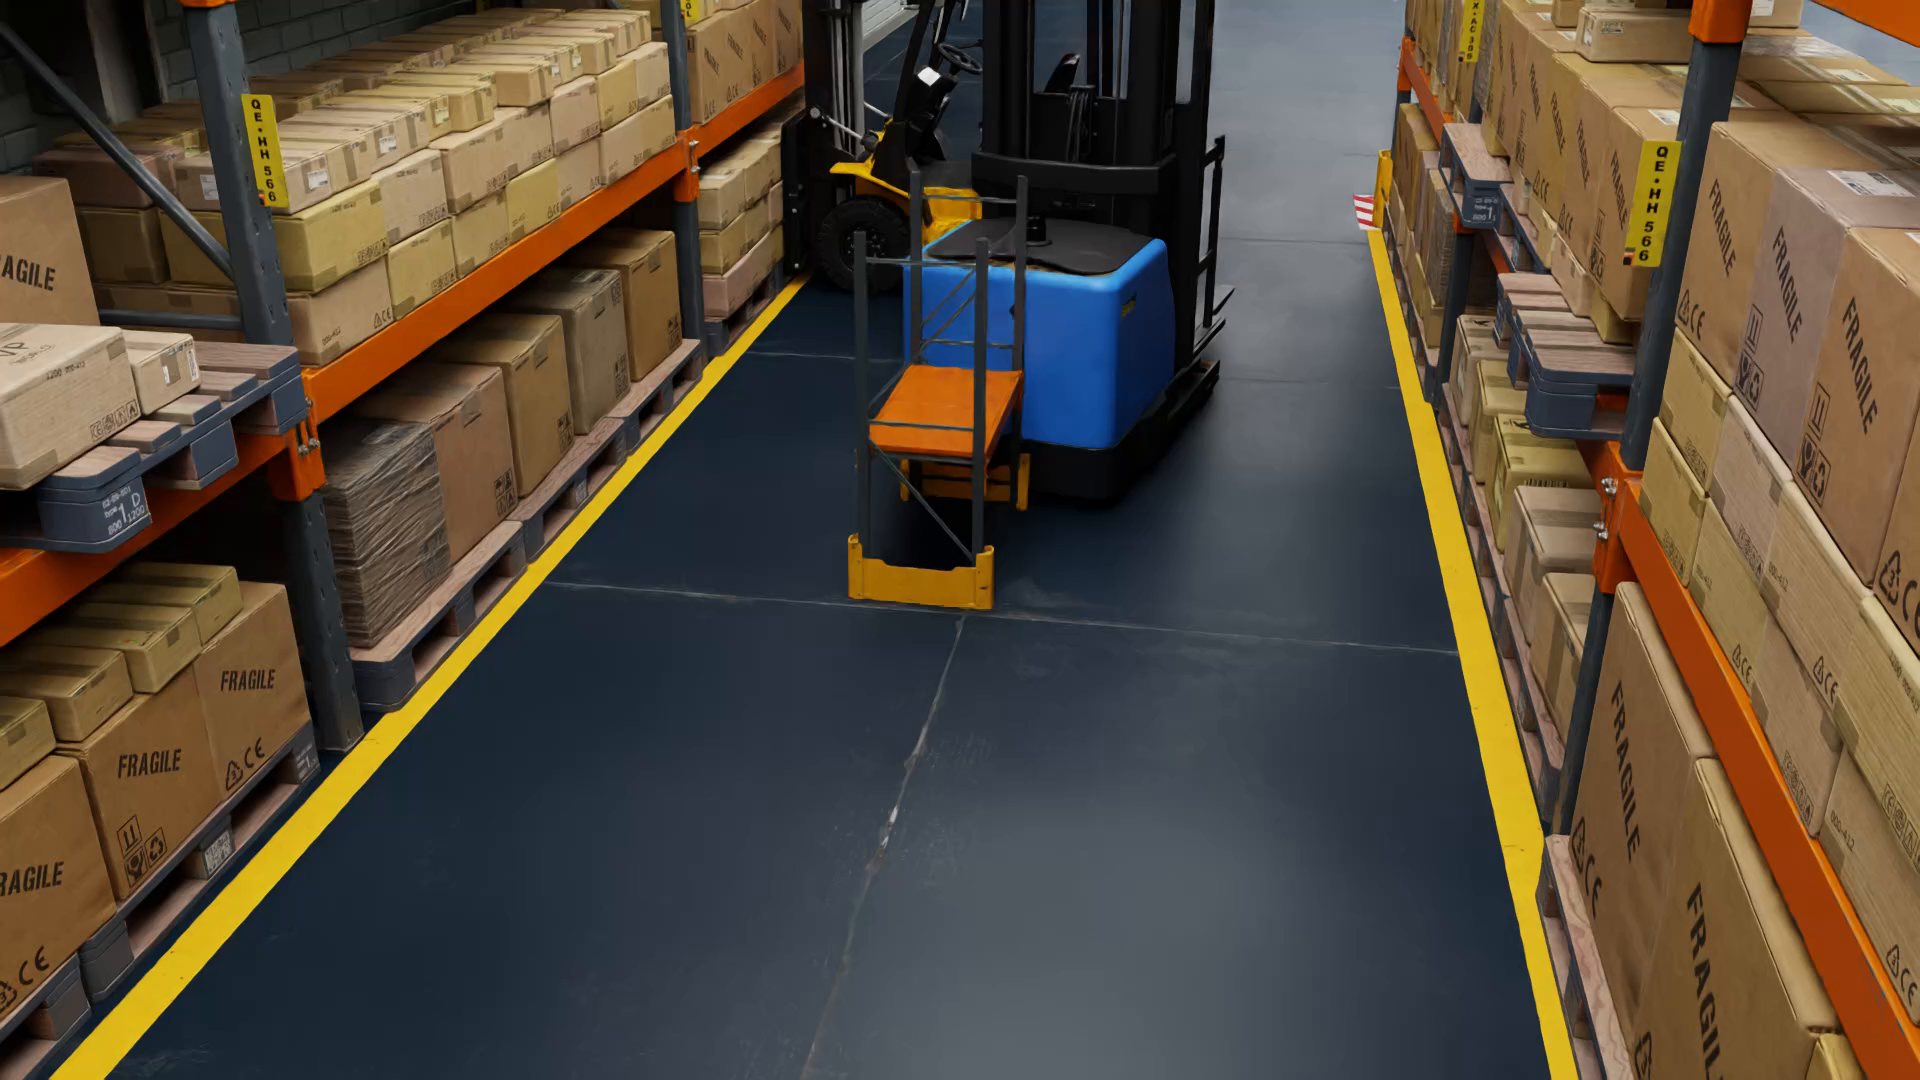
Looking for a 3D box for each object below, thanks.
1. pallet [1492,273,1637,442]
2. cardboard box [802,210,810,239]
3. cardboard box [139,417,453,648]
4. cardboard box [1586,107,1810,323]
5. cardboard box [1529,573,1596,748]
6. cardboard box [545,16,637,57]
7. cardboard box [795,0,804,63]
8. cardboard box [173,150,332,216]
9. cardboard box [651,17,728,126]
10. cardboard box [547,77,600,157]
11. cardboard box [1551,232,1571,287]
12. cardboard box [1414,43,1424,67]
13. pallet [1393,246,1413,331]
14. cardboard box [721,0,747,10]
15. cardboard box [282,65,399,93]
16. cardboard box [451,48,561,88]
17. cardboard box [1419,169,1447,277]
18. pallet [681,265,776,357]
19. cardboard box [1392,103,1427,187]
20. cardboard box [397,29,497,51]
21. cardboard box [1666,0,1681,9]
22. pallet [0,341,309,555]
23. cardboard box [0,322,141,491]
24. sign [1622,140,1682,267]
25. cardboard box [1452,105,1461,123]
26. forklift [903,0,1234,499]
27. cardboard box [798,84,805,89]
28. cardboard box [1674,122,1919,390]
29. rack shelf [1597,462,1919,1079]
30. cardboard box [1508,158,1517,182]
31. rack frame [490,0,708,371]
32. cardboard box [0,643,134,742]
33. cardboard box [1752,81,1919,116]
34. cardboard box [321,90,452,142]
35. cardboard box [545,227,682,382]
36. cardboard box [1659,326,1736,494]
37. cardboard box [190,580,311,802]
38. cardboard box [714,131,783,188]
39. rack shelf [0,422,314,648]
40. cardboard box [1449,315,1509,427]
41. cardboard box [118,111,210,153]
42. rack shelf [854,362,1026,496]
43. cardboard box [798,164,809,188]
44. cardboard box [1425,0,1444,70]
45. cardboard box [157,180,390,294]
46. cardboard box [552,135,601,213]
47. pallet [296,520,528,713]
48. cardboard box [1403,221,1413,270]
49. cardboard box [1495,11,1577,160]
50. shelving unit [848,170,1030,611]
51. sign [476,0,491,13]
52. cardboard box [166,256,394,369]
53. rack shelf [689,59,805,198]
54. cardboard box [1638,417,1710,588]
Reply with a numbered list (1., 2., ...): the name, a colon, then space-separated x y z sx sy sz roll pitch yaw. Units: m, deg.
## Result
1. pallet: 2.334 -0.561 5.136 1.213 0.211 1.003 4 25 9
2. cardboard box: -1.276 -2.122 10.993 0.500 0.250 0.500 5 26 10
3. cardboard box: -2.459 -0.059 6.144 0.875 0.625 0.625 5 26 10
4. cardboard box: 2.123 -0.922 4.717 0.500 0.500 0.500 3 25 7
5. cardboard box: 2.425 0.422 5.414 0.950 0.372 0.625 2 25 5
6. cardboard box: -1.782 -2.429 8.018 0.380 0.149 0.250 4 25 8
7. cardboard box: -1.266 -3.421 10.902 0.500 0.500 0.500 4 25 8
8. cardboard box: -2.232 -1.136 5.256 0.380 0.149 0.250 5 26 10
9. cardboard box: -1.591 -2.570 9.085 0.500 0.500 0.500 3 25 7
10. cardboard box: -1.915 -1.864 7.281 0.500 0.250 0.500 5 25 10
11. cardboard box: 2.163 -0.902 5.440 0.380 0.149 0.250 3 25 6
12. cardboard box: 3.133 -3.132 10.698 0.380 0.149 0.250 4 25 9
13. pallet: 3.249 -1.547 10.306 1.003 0.211 1.213 4 25 9
14. cardboard box: -1.440 -3.129 9.513 0.380 0.149 0.250 5 25 10
15. cardboard box: -2.489 -1.817 6.711 0.380 0.149 0.250 5 25 10
16. cardboard box: -1.937 -2.002 7.105 0.380 0.149 0.250 4 25 9
17. cardboard box: 2.890 -1.778 9.375 0.500 0.500 0.500 4 25 9
18. pallet: -1.749 -1.424 10.044 1.003 0.211 1.213 4 25 9
19. cardboard box: 3.223 -2.644 11.224 0.500 0.500 0.500 3 25 7
20. cardboard box: -2.348 -2.243 7.621 0.380 0.149 0.250 4 25 8
21. cardboard box: 3.024 -2.181 6.642 0.380 0.149 0.250 3 25 7
22. pallet: -2.616 -0.309 4.599 1.213 0.211 1.003 4 25 9
23. cardboard box: -2.428 -0.343 4.126 0.500 0.250 0.500 3 25 6
24. sign: 1.786 -0.864 4.286 0.100 0.325 0.005 4 25 9
25. cardboard box: 2.763 -2.162 8.626 0.380 0.149 0.250 5 25 10
26. forklift: 0.756 -2.109 8.299 1.130 2.935 3.031 10 27 20
27. cardboard box: -1.035 -3.214 12.146 0.500 0.250 0.500 5 26 10
28. cardboard box: 2.001 -0.651 3.805 0.500 0.500 0.500 3 25 7
29. rack shelf: 1.996 0.820 2.808 1.077 0.370 4.000 4 25 9
30. cardboard box: 2.471 -1.550 6.824 0.380 0.149 0.250 4 25 9
31. rack frame: -1.921 -2.357 8.748 1.000 3.000 0.127 4 25 9
32. cardboard box: -2.506 0.411 4.521 0.380 0.149 0.250 3 25 7
33. cardboard box: 2.703 -1.103 5.104 0.500 0.500 0.500 5 26 11
34. cardboard box: -2.131 -1.575 6.193 0.380 0.149 0.250 4 25 9
35. cardboard box: -1.995 -1.253 8.695 0.875 0.625 0.625 5 26 11
36. cardboard box: 1.997 -0.306 3.952 0.500 0.250 0.500 4 25 8
37. cardboard box: -2.432 0.449 5.205 0.500 0.500 0.500 5 26 10
38. cardboard box: -1.369 -2.358 10.317 0.500 0.250 0.500 5 26 10
39. rack shelf: -2.901 0.478 3.539 1.077 0.370 4.000 4 25 9
40. cardboard box: 2.894 -0.796 8.016 0.950 0.372 0.625 4 25 9
41. cardboard box: -2.686 -1.395 5.809 0.380 0.149 0.250 4 25 8
42. rack shelf: -0.062 -0.485 6.934 0.538 0.185 1.000 5 26 9
43. cardboard box: -1.280 -2.341 10.871 0.500 0.250 0.500 4 25 8
44. cardboard box: 3.041 -3.046 9.750 0.500 0.500 0.500 4 25 7
45. cardboard box: -2.236 -1.010 5.456 0.500 0.250 0.500 4 25 8
46. cardboard box: -1.933 -1.644 7.402 0.500 0.250 0.500 4 25 9
47. pallet: -2.401 0.237 6.495 1.003 0.211 1.213 4 25 9
48. cardboard box: 3.058 -1.873 10.460 0.500 0.250 0.500 6 26 12
49. cardboard box: 2.442 -1.794 6.580 0.500 0.500 0.500 4 25 8
50. shelving unit: -0.062 -0.644 6.849 0.587 1.500 1.083 5 26 9
51. sign: -2.469 -2.823 8.629 0.100 0.325 0.005 4 25 9
52. cardboard box: -2.261 -0.785 5.566 0.500 0.250 0.500 4 25 9
53. rack shelf: -1.594 -2.868 10.688 1.077 0.370 4.000 4 25 9
54. cardboard box: 1.995 -0.087 4.074 0.500 0.250 0.500 4 25 8
